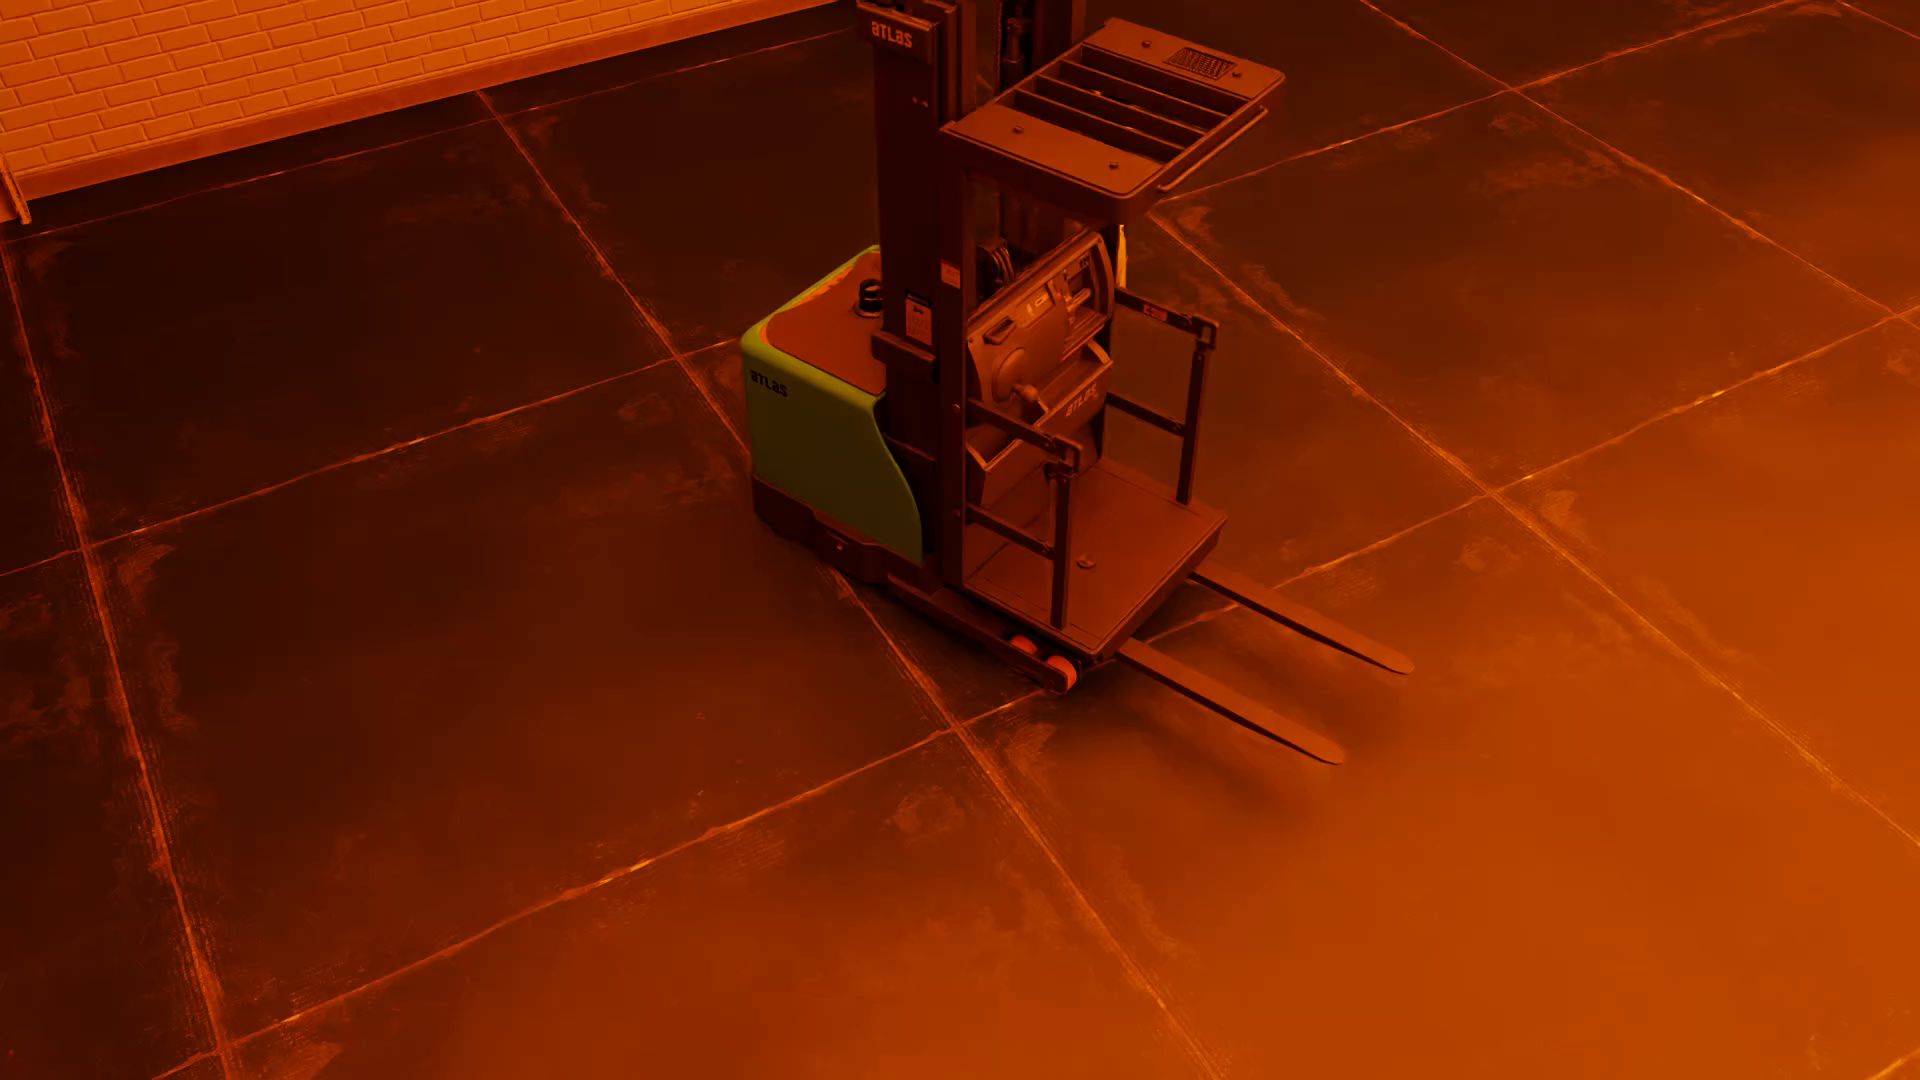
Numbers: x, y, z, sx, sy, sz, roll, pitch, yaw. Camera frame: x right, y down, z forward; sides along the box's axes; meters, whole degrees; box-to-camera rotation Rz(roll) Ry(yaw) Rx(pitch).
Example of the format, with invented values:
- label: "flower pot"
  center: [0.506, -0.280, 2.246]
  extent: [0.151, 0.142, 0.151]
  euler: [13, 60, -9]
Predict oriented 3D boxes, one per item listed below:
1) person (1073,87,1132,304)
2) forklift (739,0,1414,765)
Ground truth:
- label: "person"
  center: [0.497, -1.876, 8.816]
  extent: [0.829, 1.494, 1.002]
  euler: [-33, 52, -31]
- label: "forklift"
  center: [0.498, -0.828, 6.590]
  extent: [3.031, 2.935, 1.130]
  euler: [27, 49, 26]
